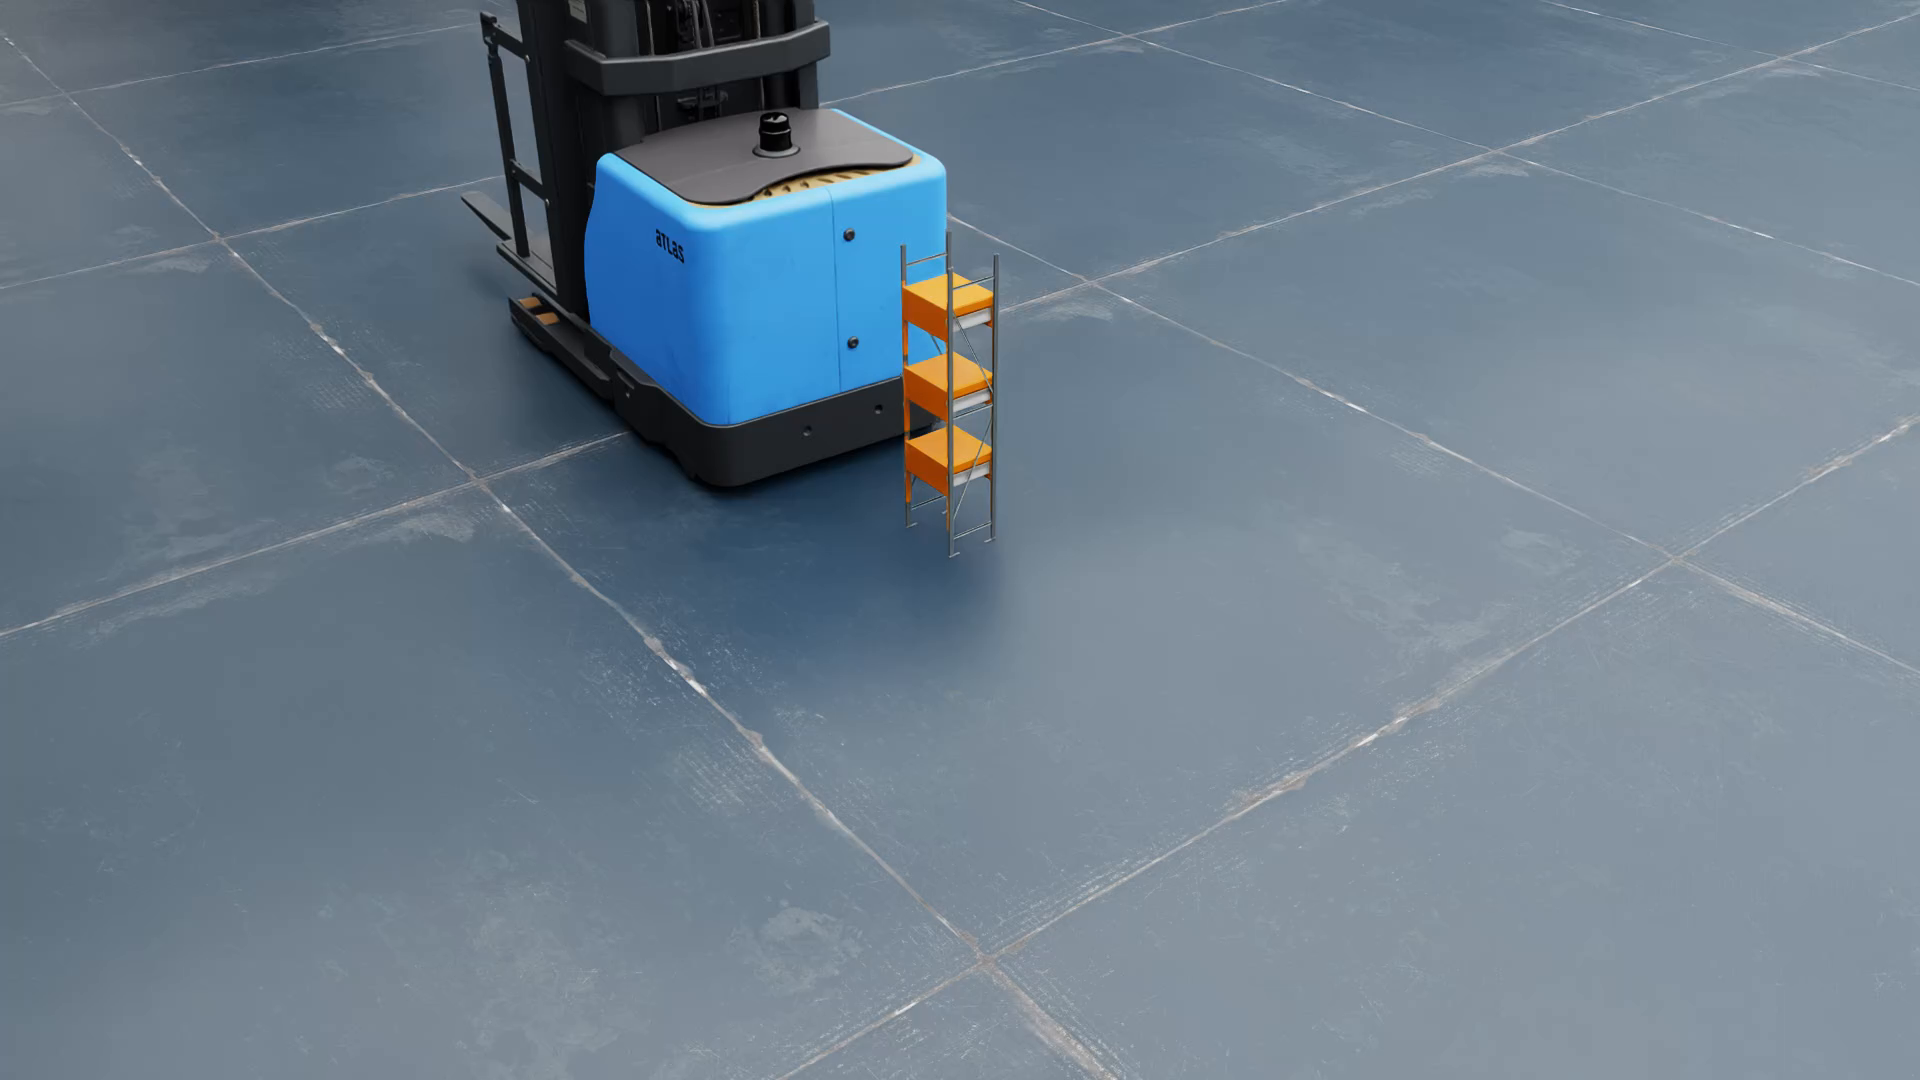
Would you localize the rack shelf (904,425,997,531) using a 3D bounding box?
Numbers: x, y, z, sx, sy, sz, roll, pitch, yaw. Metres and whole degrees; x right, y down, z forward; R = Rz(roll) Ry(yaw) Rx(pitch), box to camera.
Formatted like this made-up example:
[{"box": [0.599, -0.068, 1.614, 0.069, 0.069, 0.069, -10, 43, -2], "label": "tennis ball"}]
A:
[{"box": [-0.033, -0.223, 5.661, 0.215, 0.259, 0.240, -22, 38, -31], "label": "rack shelf"}]

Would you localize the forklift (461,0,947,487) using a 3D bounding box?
[{"box": [-1.277, -2.167, 6.461, 1.130, 2.935, 3.031, -20, 37, -29], "label": "forklift"}]

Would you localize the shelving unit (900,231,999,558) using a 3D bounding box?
[{"box": [-0.033, -0.468, 5.509, 0.215, 1.050, 0.252, -22, 38, -31], "label": "shelving unit"}]

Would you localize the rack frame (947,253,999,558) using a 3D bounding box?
[{"box": [0.042, -0.417, 5.427, 0.200, 1.050, 0.008, -22, 38, -31], "label": "rack frame"}]

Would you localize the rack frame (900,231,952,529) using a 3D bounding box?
[{"box": [-0.108, -0.519, 5.591, 0.200, 1.050, 0.008, -22, 38, -31], "label": "rack frame"}]

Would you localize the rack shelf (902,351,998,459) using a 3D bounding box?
[{"box": [-0.033, -0.459, 5.515, 0.215, 0.259, 0.240, -22, 38, -31], "label": "rack shelf"}]

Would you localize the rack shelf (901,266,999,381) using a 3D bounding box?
[{"box": [-0.033, -0.700, 5.365, 0.215, 0.259, 0.240, -22, 38, -31], "label": "rack shelf"}]
